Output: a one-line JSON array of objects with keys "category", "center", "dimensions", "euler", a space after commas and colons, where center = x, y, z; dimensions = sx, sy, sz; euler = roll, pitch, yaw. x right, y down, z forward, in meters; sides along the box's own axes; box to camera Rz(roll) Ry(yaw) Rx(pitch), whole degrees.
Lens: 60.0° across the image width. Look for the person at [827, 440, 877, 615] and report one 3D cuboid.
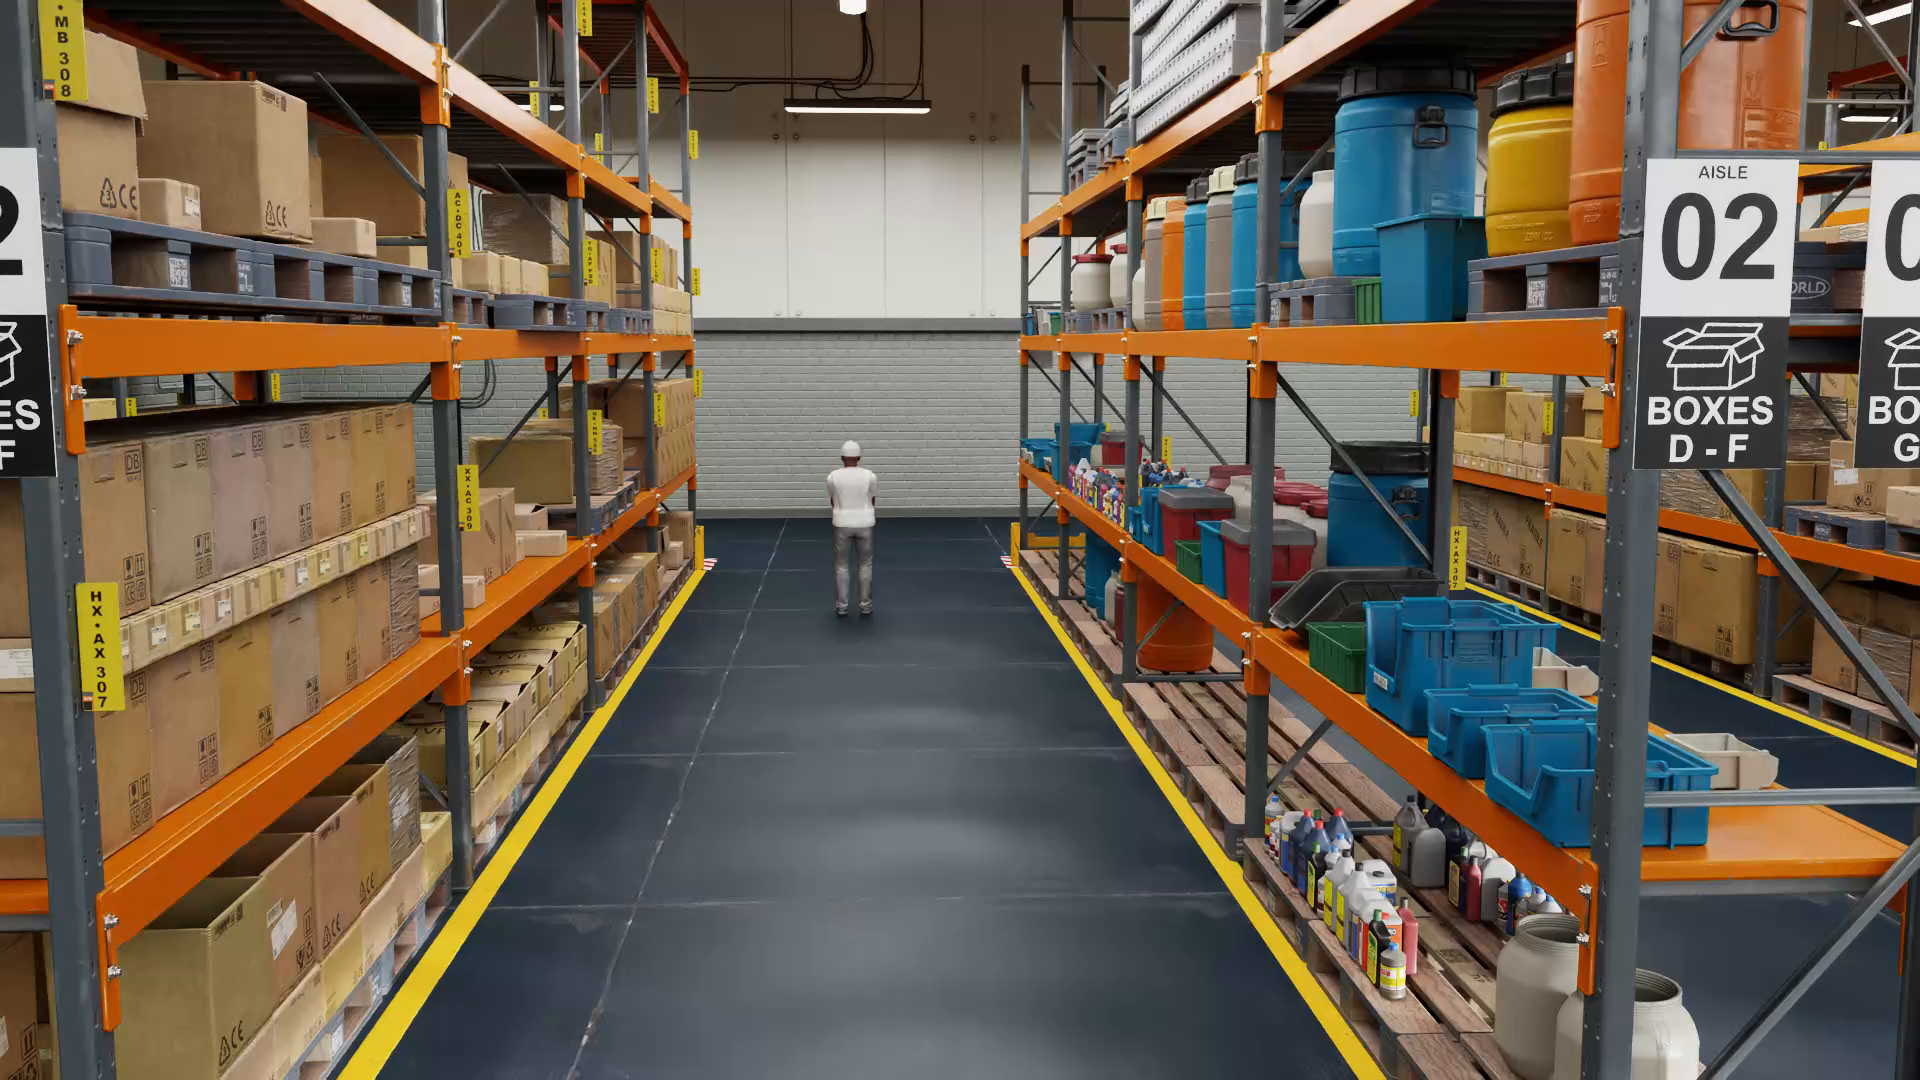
[{"category": "person", "center": [-1.088, -0.139, 16.833], "dimensions": [0.503, 1.760, 0.587], "euler": [0, 7, -3]}]
